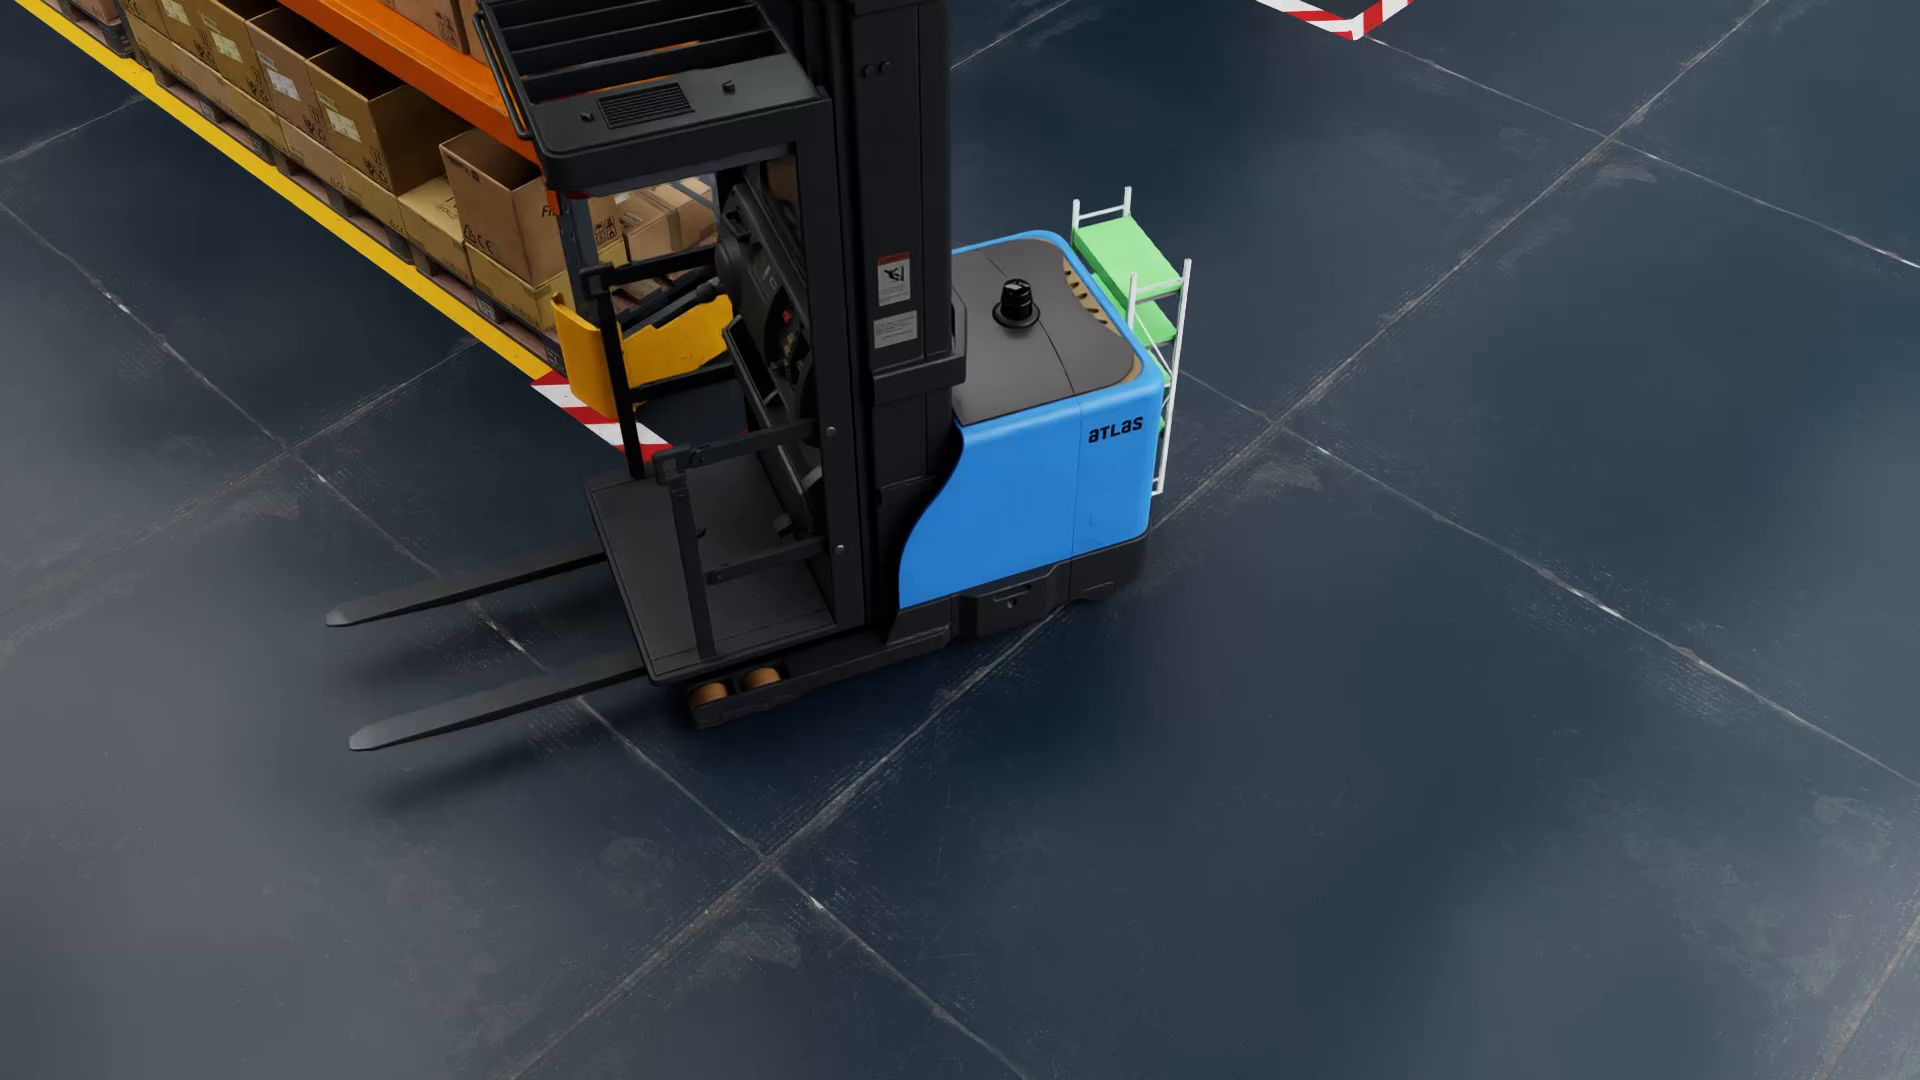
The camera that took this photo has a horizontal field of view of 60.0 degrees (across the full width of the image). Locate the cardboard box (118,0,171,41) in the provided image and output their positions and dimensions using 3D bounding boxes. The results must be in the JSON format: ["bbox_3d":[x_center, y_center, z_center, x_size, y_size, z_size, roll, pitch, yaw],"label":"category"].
[{"bbox_3d":[-4.061,-2.980,8.574,0.500,0.500,0.500,34,55,28],"label":"cardboard box"}]

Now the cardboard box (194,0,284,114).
[{"bbox_3d":[-3.326,-2.486,8.110,0.500,0.500,0.500,34,55,28],"label":"cardboard box"}]

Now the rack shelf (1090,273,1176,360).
[{"bbox_3d":[0.637,-0.864,6.497,0.258,0.148,0.480,-17,49,-15],"label":"rack shelf"}]

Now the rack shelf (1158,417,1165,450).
[{"bbox_3d":[0.637,-0.536,6.847,0.258,0.148,0.480,-17,49,-15],"label":"rack shelf"}]

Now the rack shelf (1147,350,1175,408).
[{"bbox_3d":[0.637,-0.700,6.672,0.258,0.148,0.480,-17,49,-15],"label":"rack shelf"}]

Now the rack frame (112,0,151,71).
[{"bbox_3d":[-4.189,-3.918,8.371,0.127,3.000,1.000,34,55,28],"label":"rack frame"}]

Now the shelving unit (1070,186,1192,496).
[{"bbox_3d":[0.637,-0.744,6.625,0.258,1.200,0.503,-17,49,-15],"label":"shelving unit"}]

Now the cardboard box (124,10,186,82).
[{"bbox_3d":[-4.054,-2.729,8.852,0.500,0.250,0.500,34,55,28],"label":"cardboard box"}]

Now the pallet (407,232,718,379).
[{"bbox_3d":[-1.840,-1.341,7.864,1.213,0.211,1.003,34,55,28],"label":"pallet"}]

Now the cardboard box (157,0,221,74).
[{"bbox_3d":[-3.688,-2.737,8.346,0.500,0.500,0.500,34,55,28],"label":"cardboard box"}]

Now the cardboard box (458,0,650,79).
[{"bbox_3d":[-1.584,-2.212,6.701,0.500,0.500,0.700,34,55,28],"label":"cardboard box"}]

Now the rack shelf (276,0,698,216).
[{"bbox_3d":[-2.720,-2.683,7.705,4.000,0.370,1.077,34,55,28],"label":"rack shelf"}]

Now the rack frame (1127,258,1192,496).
[{"bbox_3d":[0.730,-0.579,6.471,0.240,1.200,0.015,-17,49,-15],"label":"rack frame"}]

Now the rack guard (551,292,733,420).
[{"bbox_3d":[-1.232,-1.072,7.414,0.348,0.500,1.175,34,55,28],"label":"rack guard"}]

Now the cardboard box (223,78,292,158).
[{"bbox_3d":[-3.326,-2.229,8.383,0.500,0.250,0.500,34,55,28],"label":"cardboard box"}]

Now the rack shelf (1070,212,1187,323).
[{"bbox_3d":[0.637,-1.028,6.322,0.258,0.148,0.480,-17,49,-15],"label":"rack shelf"}]

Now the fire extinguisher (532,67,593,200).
[{"bbox_3d":[-1.478,-1.606,6.254,0.183,0.674,0.296,34,55,28],"label":"fire extinguisher"}]

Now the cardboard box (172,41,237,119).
[{"bbox_3d":[-3.690,-2.479,8.618,0.500,0.250,0.500,34,55,28],"label":"cardboard box"}]

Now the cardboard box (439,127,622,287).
[{"bbox_3d":[-1.846,-1.505,7.189,0.500,0.500,0.500,34,55,28],"label":"cardboard box"}]

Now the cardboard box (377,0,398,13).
[{"bbox_3d":[-2.335,-2.718,7.175,0.500,0.500,0.700,34,56,28],"label":"cardboard box"}]

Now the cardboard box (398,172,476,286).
[{"bbox_3d":[-2.220,-1.490,7.690,0.500,0.250,0.500,34,55,28],"label":"cardboard box"}]

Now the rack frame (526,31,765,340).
[{"bbox_3d":[-1.250,-1.940,6.514,0.127,3.000,1.000,34,55,28],"label":"rack frame"}]

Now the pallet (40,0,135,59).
[{"bbox_3d":[-4.757,-3.307,9.710,1.213,0.211,1.003,34,55,28],"label":"pallet"}]

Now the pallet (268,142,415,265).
[{"bbox_3d":[-2.733,-1.944,8.431,1.213,0.211,1.003,34,55,28],"label":"pallet"}]

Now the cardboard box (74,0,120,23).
[{"bbox_3d":[-4.691,-3.170,9.267,0.500,0.250,0.500,33,55,27],"label":"cardboard box"}]

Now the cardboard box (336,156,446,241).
[{"bbox_3d":[-2.589,-1.736,7.921,0.500,0.250,0.500,34,55,28],"label":"cardboard box"}]

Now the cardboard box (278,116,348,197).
[{"bbox_3d":[-2.955,-1.985,8.154,0.500,0.250,0.500,34,55,28],"label":"cardboard box"}]

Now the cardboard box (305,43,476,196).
[{"bbox_3d":[-2.591,-1.992,7.646,0.500,0.500,0.500,34,55,28],"label":"cardboard box"}]

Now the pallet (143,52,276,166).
[{"bbox_3d":[-3.633,-2.548,8.997,1.213,0.211,1.003,34,55,28],"label":"pallet"}]

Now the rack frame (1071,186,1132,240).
[{"bbox_3d":[0.544,-0.908,6.780,0.240,1.200,0.015,-17,49,-15],"label":"rack frame"}]

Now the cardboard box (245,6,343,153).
[{"bbox_3d":[-2.957,-2.239,7.879,0.500,0.500,0.500,34,55,28],"label":"cardboard box"}]

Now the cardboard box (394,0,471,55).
[{"bbox_3d":[-1.974,-2.469,6.942,0.500,0.500,0.700,35,56,29],"label":"cardboard box"}]

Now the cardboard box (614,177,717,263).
[{"bbox_3d":[-1.493,-1.527,7.724,0.500,0.250,0.500,34,55,28],"label":"cardboard box"}]

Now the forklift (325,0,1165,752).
[{"bbox_3d":[-0.832,-0.759,5.452,3.031,2.935,1.130,-16,49,-15],"label":"forklift"}]

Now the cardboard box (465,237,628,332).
[{"bbox_3d":[-1.845,-1.249,7.464,0.500,0.250,0.500,34,55,28],"label":"cardboard box"}]
